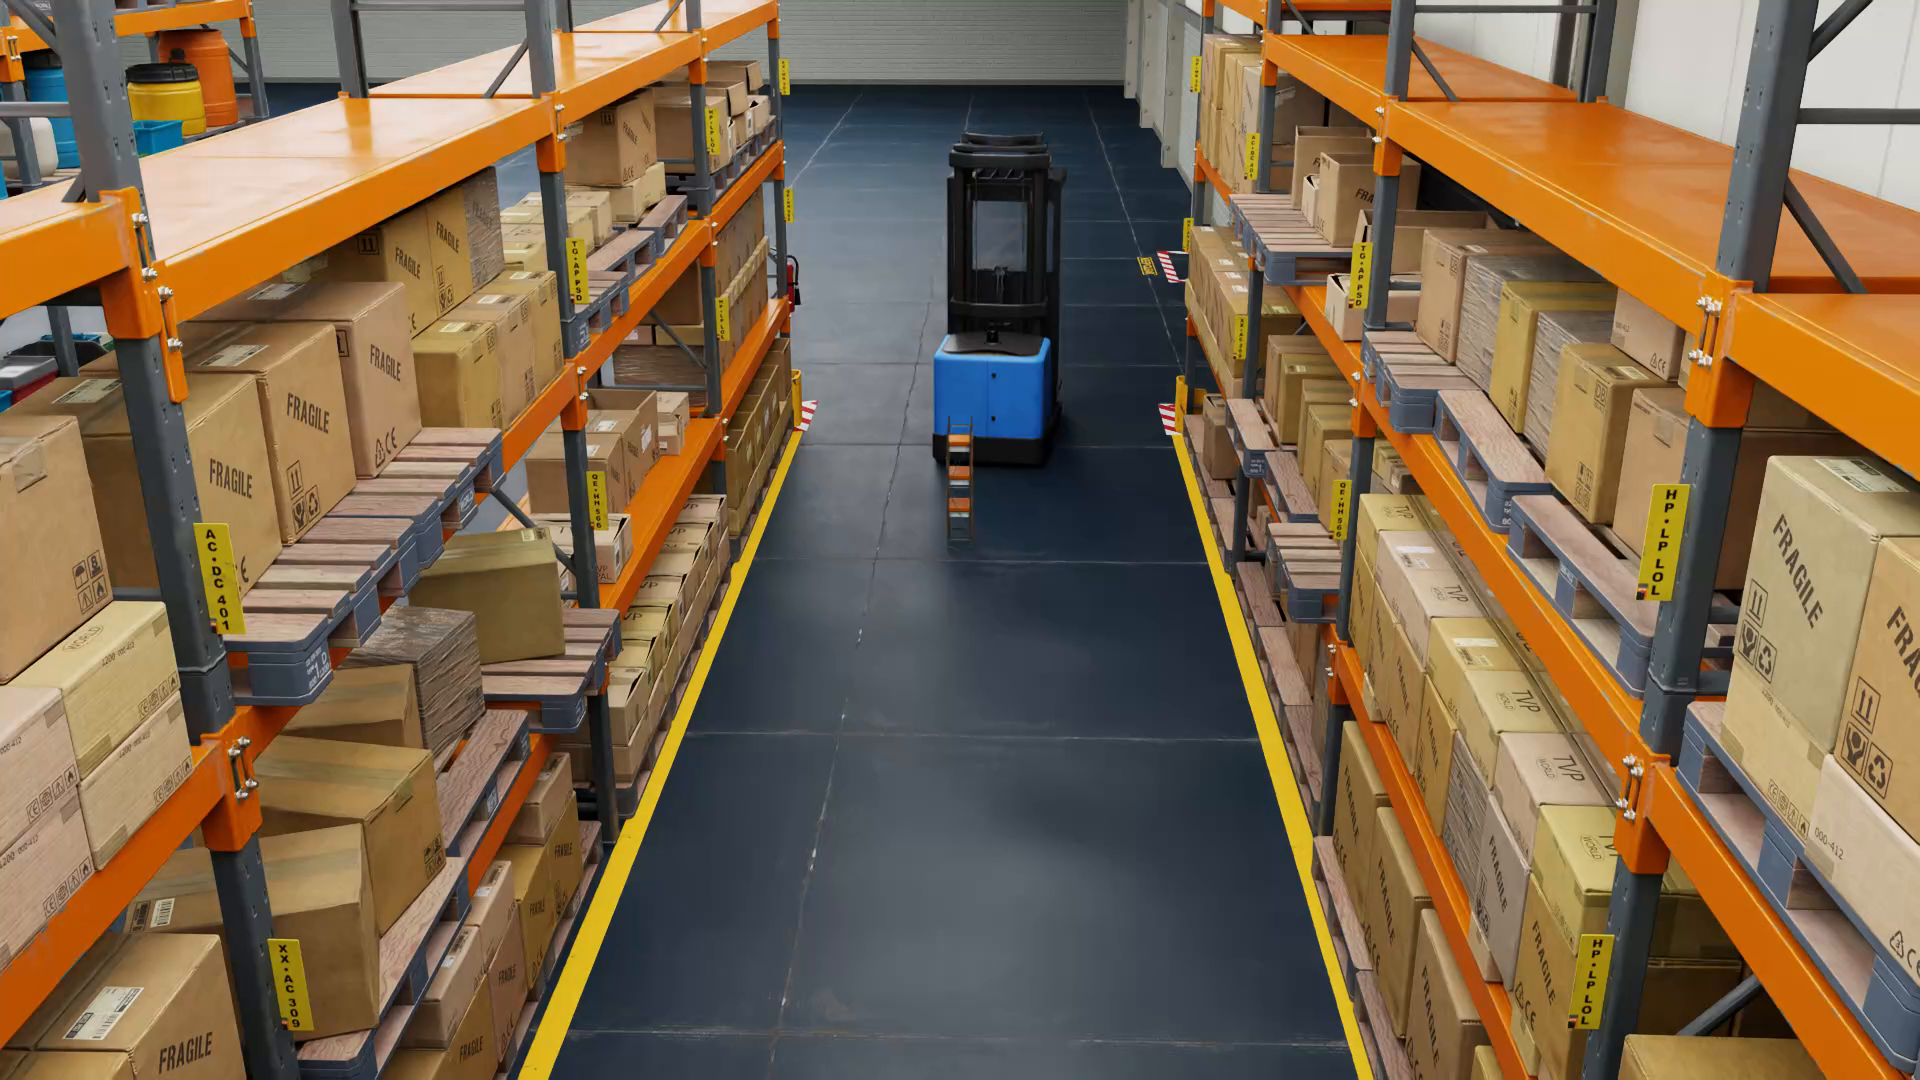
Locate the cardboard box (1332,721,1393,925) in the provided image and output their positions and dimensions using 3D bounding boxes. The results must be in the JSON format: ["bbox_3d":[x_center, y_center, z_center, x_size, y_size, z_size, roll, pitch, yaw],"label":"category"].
[{"bbox_3d":[2.355,1.422,8.403,0.750,0.750,0.750,0,21,1],"label":"cardboard box"}]

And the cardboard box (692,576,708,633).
[{"bbox_3d":[-2.077,0.458,11.715,0.500,0.250,0.500,1,21,3],"label":"cardboard box"}]

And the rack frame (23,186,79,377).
[{"bbox_3d":[-7.272,-1.205,12.780,1.000,3.000,0.127,1,21,2],"label":"rack frame"}]

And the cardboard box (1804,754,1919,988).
[{"bbox_3d":[2.072,0.657,3.324,0.500,0.250,0.500,0,21,0],"label":"cardboard box"}]

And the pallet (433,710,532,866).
[{"bbox_3d":[-2.498,1.090,7.131,1.003,0.211,1.213,1,21,2],"label":"pallet"}]

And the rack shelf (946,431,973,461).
[{"bbox_3d":[-0.002,-0.725,13.484,0.215,0.259,0.240,1,21,2],"label":"rack shelf"}]

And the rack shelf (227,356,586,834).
[{"bbox_3d":[-2.504,-0.042,6.632,1.077,0.370,4.000,1,21,2],"label":"rack shelf"}]

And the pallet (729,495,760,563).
[{"bbox_3d":[-2.255,-0.136,13.880,1.003,0.211,1.213,1,21,2],"label":"pallet"}]

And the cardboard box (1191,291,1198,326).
[{"bbox_3d":[2.418,-2.120,15.320,0.500,0.250,0.500,0,21,0],"label":"cardboard box"}]

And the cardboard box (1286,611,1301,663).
[{"bbox_3d":[2.603,0.502,11.228,0.700,0.500,0.500,1,21,2],"label":"cardboard box"}]

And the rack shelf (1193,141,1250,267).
[{"bbox_3d":[2.691,-2.882,13.950,1.077,0.370,4.000,1,21,2],"label":"rack shelf"}]

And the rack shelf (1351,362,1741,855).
[{"bbox_3d":[2.448,0.011,6.495,1.077,0.370,4.000,1,21,2],"label":"rack shelf"}]

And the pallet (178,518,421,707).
[{"bbox_3d":[-2.475,0.198,5.278,1.213,0.211,1.003,1,21,2],"label":"pallet"}]

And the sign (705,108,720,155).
[{"bbox_3d":[-1.779,-2.932,11.937,0.100,0.325,0.005,1,21,2],"label":"sign"}]

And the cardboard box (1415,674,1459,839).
[{"bbox_3d":[2.188,0.886,6.815,0.500,0.500,0.500,1,21,3],"label":"cardboard box"}]

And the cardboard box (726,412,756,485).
[{"bbox_3d":[-1.987,-0.757,13.811,0.500,0.500,0.500,1,21,2],"label":"cardboard box"}]

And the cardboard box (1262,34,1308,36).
[{"bbox_3d":[3.000,-4.304,15.072,0.500,0.500,0.500,2,21,4],"label":"cardboard box"}]

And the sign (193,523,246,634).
[{"bbox_3d":[-2.022,0.108,4.537,0.100,0.325,0.005,1,21,2],"label":"sign"}]

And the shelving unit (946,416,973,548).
[{"bbox_3d":[-0.002,-0.470,13.583,0.215,1.050,0.252,1,21,2],"label":"shelving unit"}]

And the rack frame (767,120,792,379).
[{"bbox_3d":[-2.200,-2.595,16.363,1.000,3.000,0.127,1,21,2],"label":"rack frame"}]

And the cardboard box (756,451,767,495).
[{"bbox_3d":[-1.964,-0.588,14.413,0.500,0.250,0.500,1,21,2],"label":"cardboard box"}]

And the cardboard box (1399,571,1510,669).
[{"bbox_3d":[2.210,0.343,7.178,0.500,0.250,0.500,1,21,2],"label":"cardboard box"}]

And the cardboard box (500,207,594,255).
[{"bbox_3d":[-2.459,-1.788,9.763,0.500,0.250,0.500,0,21,1],"label":"cardboard box"}]

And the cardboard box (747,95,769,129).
[{"bbox_3d":[-1.971,-3.765,14.666,0.500,0.250,0.500,1,21,2],"label":"cardboard box"}]

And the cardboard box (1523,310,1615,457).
[{"bbox_3d":[2.555,-0.552,6.206,0.700,0.500,0.500,1,21,2],"label":"cardboard box"}]

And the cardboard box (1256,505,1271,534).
[{"bbox_3d":[2.616,-0.173,13.431,0.380,0.166,0.250,-2,21,-5],"label":"cardboard box"}]

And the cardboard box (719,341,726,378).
[{"bbox_3d":[-2.305,-1.547,13.523,0.700,0.500,0.500,0,21,1],"label":"cardboard box"}]

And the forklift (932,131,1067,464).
[{"bbox_3d":[0.454,-2.570,16.393,1.130,2.935,3.031,3,21,7],"label":"forklift"}]

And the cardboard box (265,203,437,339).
[{"bbox_3d":[-2.494,-1.087,6.810,0.500,0.500,0.500,1,21,2],"label":"cardboard box"}]

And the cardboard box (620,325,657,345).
[{"bbox_3d":[-2.527,-1.598,12.760,0.380,0.149,0.250,1,21,2],"label":"cardboard box"}]

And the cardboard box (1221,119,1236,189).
[{"bbox_3d":[2.405,-3.119,13.401,0.500,0.500,0.500,0,21,0],"label":"cardboard box"}]

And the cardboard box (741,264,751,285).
[{"bbox_3d":[-2.059,-2.336,14.660,0.380,0.149,0.250,1,21,3],"label":"cardboard box"}]

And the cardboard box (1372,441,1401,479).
[{"bbox_3d":[2.484,-0.445,9.179,0.380,0.149,0.250,-3,21,-7],"label":"cardboard box"}]

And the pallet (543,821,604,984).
[{"bbox_3d":[-2.504,1.867,8.718,1.003,0.211,1.213,1,21,2],"label":"pallet"}]

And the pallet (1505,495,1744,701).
[{"bbox_3d":[2.365,0.156,5.392,0.805,0.209,1.217,0,21,-1],"label":"pallet"}]

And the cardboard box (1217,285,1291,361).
[{"bbox_3d":[2.345,-1.739,13.301,0.500,0.500,0.500,1,21,1],"label":"cardboard box"}]

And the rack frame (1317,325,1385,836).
[{"bbox_3d":[2.508,0.351,8.772,1.000,3.000,0.127,1,21,2],"label":"rack frame"}]

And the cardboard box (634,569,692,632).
[{"bbox_3d":[-2.093,0.376,11.152,0.500,0.311,0.500,0,21,1],"label":"cardboard box"}]

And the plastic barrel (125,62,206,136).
[{"bbox_3d":[-7.058,-3.919,14.789,0.600,0.588,0.600,0,21,0],"label":"plastic barrel"}]

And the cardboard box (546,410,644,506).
[{"bbox_3d":[-2.392,-0.546,10.945,0.500,0.500,0.500,1,21,2],"label":"cardboard box"}]

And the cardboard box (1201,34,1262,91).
[{"bbox_3d":[2.497,-4.326,15.129,0.500,0.500,0.500,-1,21,-2],"label":"cardboard box"}]

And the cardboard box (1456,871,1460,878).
[{"bbox_3d":[2.197,1.321,6.592,0.380,0.149,0.250,0,21,0],"label":"cardboard box"}]

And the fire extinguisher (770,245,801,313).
[{"bbox_3d":[-1.732,-2.596,16.474,0.296,0.674,0.183,1,21,2],"label":"fire extinguisher"}]

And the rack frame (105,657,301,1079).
[{"bbox_3d":[-2.565,1.744,5.181,1.000,3.000,0.127,1,21,2],"label":"rack frame"}]

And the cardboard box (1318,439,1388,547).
[{"bbox_3d":[2.503,-0.273,9.634,0.700,0.500,0.500,-1,21,-3],"label":"cardboard box"}]

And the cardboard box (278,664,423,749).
[{"bbox_3d":[-2.573,0.862,6.735,0.700,0.500,0.500,-5,22,-12],"label":"cardboard box"}]

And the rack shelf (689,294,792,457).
[{"bbox_3d":[-2.261,-1.536,14.630,1.077,0.370,4.000,1,21,2],"label":"rack shelf"}]

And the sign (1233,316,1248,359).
[{"bbox_3d":[2.087,-1.502,12.351,0.100,0.325,0.005,1,21,2],"label":"sign"}]

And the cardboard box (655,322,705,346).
[{"bbox_3d":[-2.120,-1.593,12.746,0.380,0.149,0.250,1,21,2],"label":"cardboard box"}]

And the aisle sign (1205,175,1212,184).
[{"bbox_3d":[2.454,-3.783,15.832,0.394,0.787,0.004,1,21,2],"label":"aisle sign"}]

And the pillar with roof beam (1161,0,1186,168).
[{"bbox_3d":[-0.160,-11.632,31.360,9.100,9.000,0.400,1,21,2],"label":"pillar with roof beam"}]

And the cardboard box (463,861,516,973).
[{"bbox_3d":[-2.261,1.639,7.261,0.500,0.250,0.500,0,21,1],"label":"cardboard box"}]

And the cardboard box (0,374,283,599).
[{"bbox_3d":[-2.476,-0.125,4.994,0.600,0.600,0.600,-1,21,-3],"label":"cardboard box"}]

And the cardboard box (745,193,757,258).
[{"bbox_3d":[-2.239,-2.868,15.136,0.700,0.500,0.500,0,21,0],"label":"cardboard box"}]

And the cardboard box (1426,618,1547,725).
[{"bbox_3d":[2.201,0.528,6.702,0.500,0.250,0.500,0,21,1],"label":"cardboard box"}]

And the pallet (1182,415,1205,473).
[{"bbox_3d":[2.689,-0.921,15.904,1.003,0.211,1.213,1,21,2],"label":"pallet"}]

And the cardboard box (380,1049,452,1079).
[{"bbox_3d":[-2.301,2.339,6.495,0.500,0.500,0.500,1,21,2],"label":"cardboard box"}]

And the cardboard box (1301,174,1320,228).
[{"bbox_3d":[2.515,-2.229,10.816,0.500,0.311,0.500,1,21,3],"label":"cardboard box"}]
